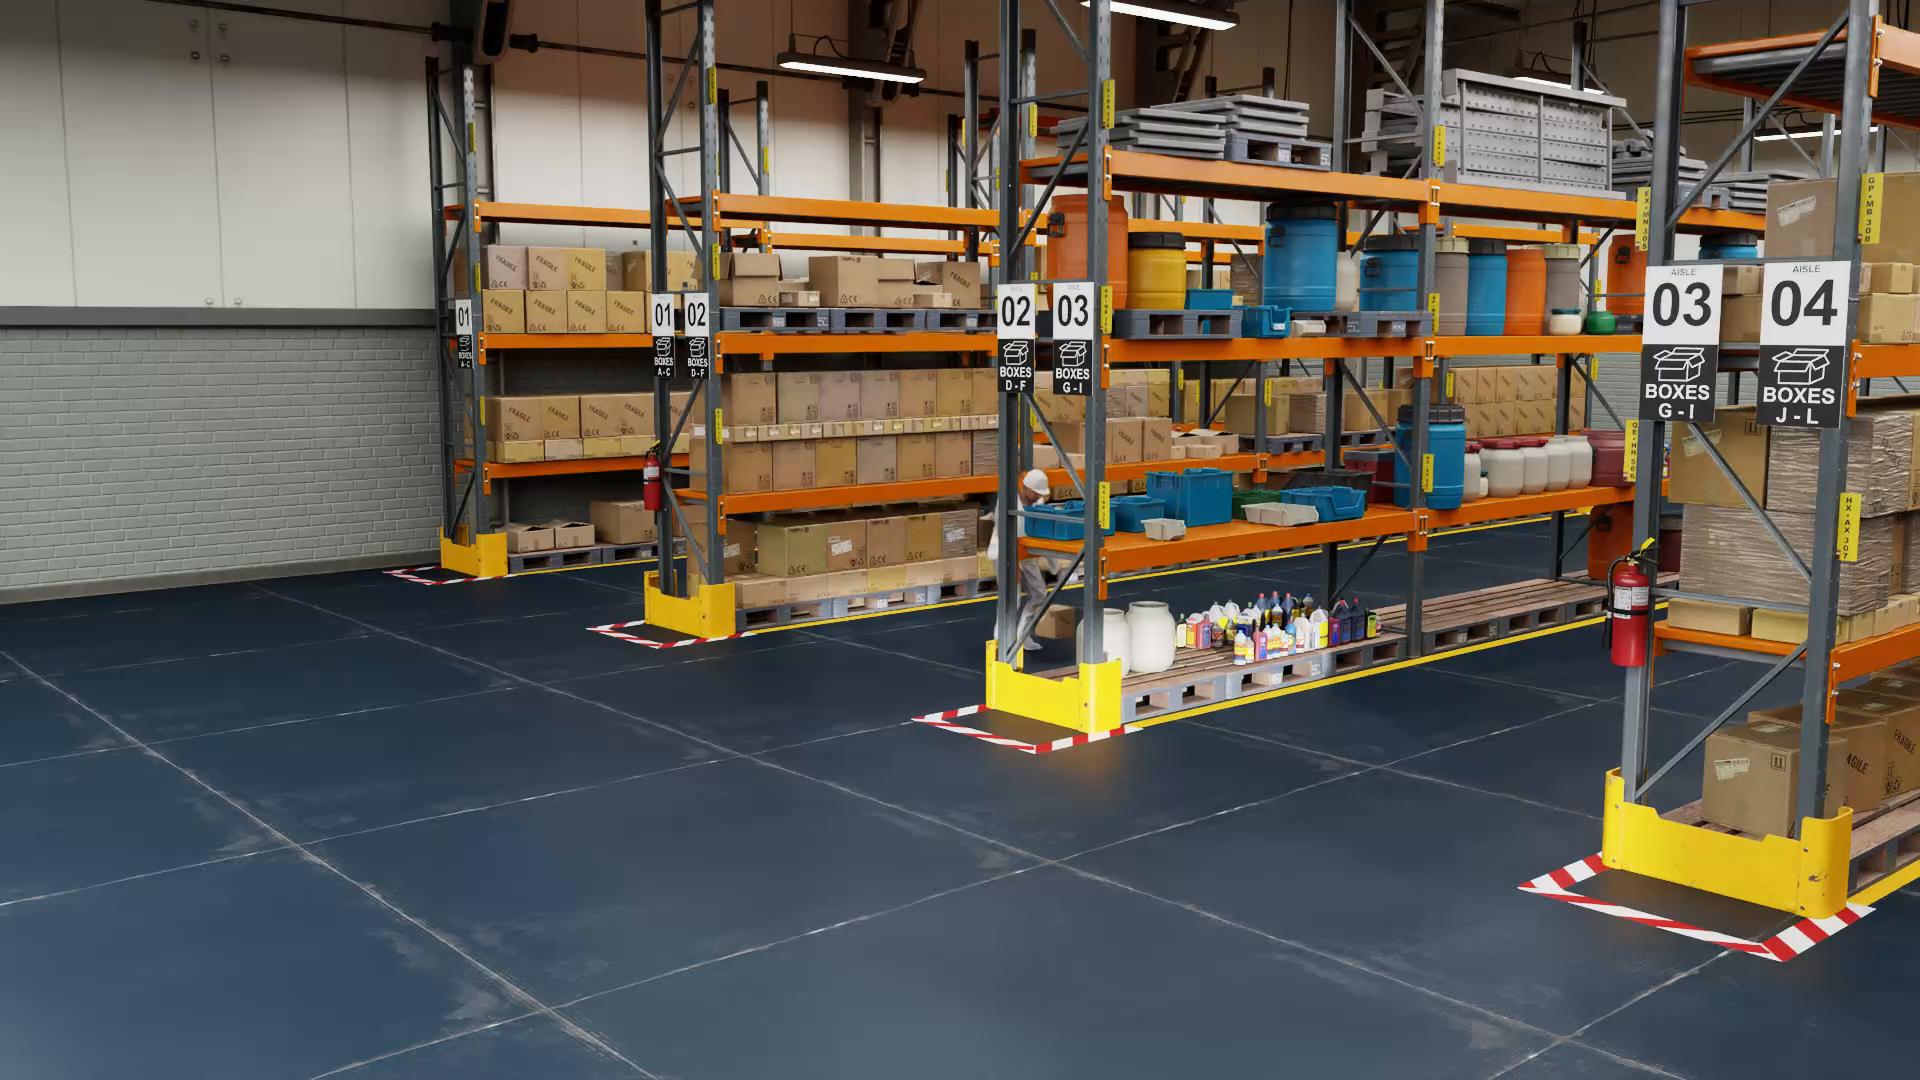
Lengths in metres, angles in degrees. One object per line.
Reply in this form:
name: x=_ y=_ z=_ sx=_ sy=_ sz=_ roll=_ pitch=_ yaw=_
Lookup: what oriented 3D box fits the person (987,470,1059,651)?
person: x=0.560 y=0.180 z=14.856 sx=0.594 sy=1.644 sz=0.584 roll=-6 pitch=10 yaw=-40
